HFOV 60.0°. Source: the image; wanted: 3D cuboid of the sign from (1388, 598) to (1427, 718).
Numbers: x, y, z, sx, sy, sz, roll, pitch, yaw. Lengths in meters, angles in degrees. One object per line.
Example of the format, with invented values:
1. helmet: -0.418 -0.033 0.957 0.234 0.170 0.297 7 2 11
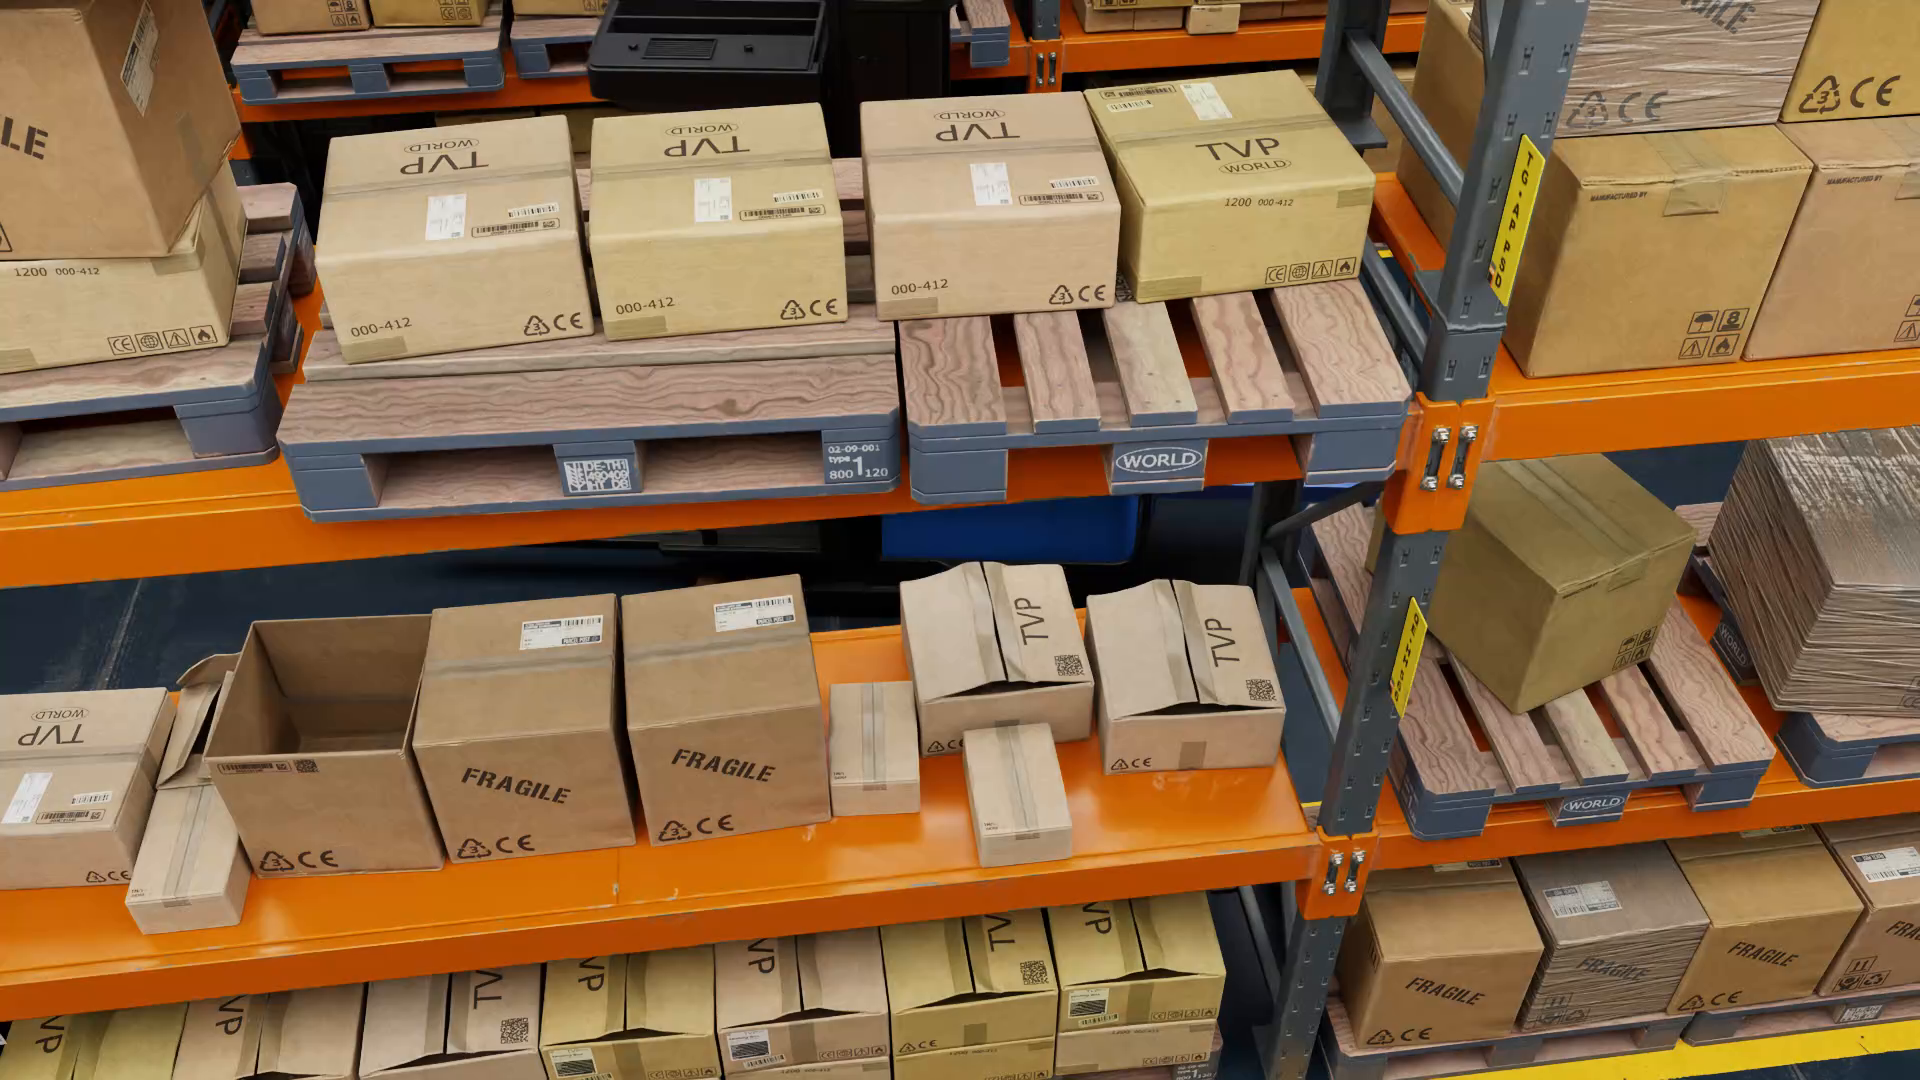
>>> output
1. sign: 1.087 0.289 4.041 0.005 0.325 0.100 -5 42 -6

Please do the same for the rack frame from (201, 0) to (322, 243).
1. rack frame: -3.601 -2.591 8.099 0.127 3.000 1.000 -5 42 -6

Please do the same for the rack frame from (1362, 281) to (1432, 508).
1. rack frame: 1.798 -0.449 6.844 0.032 1.500 0.500 1 42 1

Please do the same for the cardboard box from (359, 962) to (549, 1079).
1. cardboard box: -1.503 1.399 4.996 0.500 0.311 0.500 -6 42 -7

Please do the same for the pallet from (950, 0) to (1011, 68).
1. pallet: -0.327 -2.735 8.401 1.003 0.211 1.213 -5 42 -6

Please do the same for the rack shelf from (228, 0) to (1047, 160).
1. rack shelf: -1.618 -2.498 8.532 4.000 0.370 1.077 -5 42 -6

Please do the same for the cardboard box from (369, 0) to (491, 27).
1. cardboard box: -2.537 -2.857 7.990 0.500 0.500 0.700 -1 42 -1

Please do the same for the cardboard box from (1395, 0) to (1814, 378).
1. cardboard box: 1.440 -0.861 3.865 0.500 0.500 0.910 -5 42 -6

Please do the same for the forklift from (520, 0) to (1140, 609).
1. forklift: -0.758 -1.137 6.537 3.031 2.935 1.130 1 42 1

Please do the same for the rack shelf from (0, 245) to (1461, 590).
1. rack shelf: -0.972 -0.322 3.880 4.000 0.370 1.077 -5 42 -6

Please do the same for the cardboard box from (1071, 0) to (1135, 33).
1. cardboard box: 0.722 -2.728 8.422 0.250 0.149 0.380 -6 42 -6

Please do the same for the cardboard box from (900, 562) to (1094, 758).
1. cardboard box: 0.099 0.333 4.923 0.500 0.311 0.500 -5 42 -6

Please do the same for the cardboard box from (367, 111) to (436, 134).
1. cardboard box: -2.873 -1.902 8.872 0.500 0.500 0.700 -4 42 -4

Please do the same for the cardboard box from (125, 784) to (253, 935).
1. cardboard box: -2.050 0.850 4.471 0.250 0.149 0.380 -5 42 -6

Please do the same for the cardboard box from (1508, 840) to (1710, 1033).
1. cardboard box: 2.018 1.217 5.415 0.500 0.500 0.500 -6 42 -7

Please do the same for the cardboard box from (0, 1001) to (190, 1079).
1. cardboard box: -2.513 1.484 4.901 0.500 0.311 0.500 -5 42 -5

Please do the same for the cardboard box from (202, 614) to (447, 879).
1. cardboard box: -1.669 0.559 4.531 0.500 0.500 0.500 -2 42 -2

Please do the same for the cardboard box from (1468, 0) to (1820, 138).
1. cardboard box: 1.445 -1.205 3.501 0.500 0.500 0.500 -5 42 -6

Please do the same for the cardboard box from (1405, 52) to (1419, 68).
1. cardboard box: 2.823 -2.422 9.202 0.750 0.750 0.750 -4 42 -4

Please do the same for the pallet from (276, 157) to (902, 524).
1. pallet: -0.758 -0.476 3.654 1.213 0.211 1.003 -3 42 -4

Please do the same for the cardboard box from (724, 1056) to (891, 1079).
1. cardboard box: -0.488 1.512 5.288 0.500 0.250 0.500 -4 42 -5

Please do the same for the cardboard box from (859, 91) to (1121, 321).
1. cardboard box: 0.051 -0.729 3.593 0.500 0.250 0.500 -4 42 -4

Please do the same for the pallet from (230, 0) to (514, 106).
1. pallet: -2.824 -2.490 8.129 1.213 0.211 1.003 -5 42 -6

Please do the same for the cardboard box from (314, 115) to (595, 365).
1. cardboard box: -1.051 -0.641 3.496 0.500 0.250 0.500 -8 43 -9

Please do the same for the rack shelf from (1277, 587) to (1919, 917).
1. rack shelf: 2.994 0.444 5.270 4.000 0.370 1.077 -5 42 -6

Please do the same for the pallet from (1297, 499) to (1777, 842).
1. pallet: 1.674 0.316 5.018 1.003 0.211 1.213 -5 42 -6

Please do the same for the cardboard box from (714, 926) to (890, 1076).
1. cardboard box: -0.491 1.308 5.096 0.500 0.311 0.500 -5 42 -6

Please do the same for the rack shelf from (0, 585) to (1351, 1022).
1. rack shelf: -0.972 0.792 4.885 4.000 0.370 1.077 -5 42 -6

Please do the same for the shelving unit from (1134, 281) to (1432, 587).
1. shelving unit: 1.290 -0.461 6.856 1.048 1.500 0.538 1 42 1

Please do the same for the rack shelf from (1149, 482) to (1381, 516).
1. rack shelf: 1.290 -0.327 6.977 1.000 0.185 0.538 1 42 1

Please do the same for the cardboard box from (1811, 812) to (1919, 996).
1. cardboard box: 3.033 1.128 5.513 0.500 0.500 0.500 -6 42 -7

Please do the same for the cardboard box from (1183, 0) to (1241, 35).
1. cardboard box: 1.247 -2.711 8.403 0.250 0.149 0.380 -4 42 -4

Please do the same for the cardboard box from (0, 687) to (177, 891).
1. cardboard box: -2.472 0.682 4.581 0.500 0.250 0.500 -3 42 -3

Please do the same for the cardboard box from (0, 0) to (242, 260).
1. cardboard box: -1.777 -0.887 3.208 0.500 0.500 0.500 -1 42 -1

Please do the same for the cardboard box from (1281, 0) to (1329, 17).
1. cardboard box: 1.737 -2.843 8.550 0.250 0.149 0.380 -4 42 -5

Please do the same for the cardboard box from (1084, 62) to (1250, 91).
1. cardboard box: 1.112 -2.273 9.037 0.750 0.750 0.750 -6 42 -6

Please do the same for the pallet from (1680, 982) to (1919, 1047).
1. pallet: 2.964 1.243 5.930 1.213 0.211 1.003 -5 42 -6

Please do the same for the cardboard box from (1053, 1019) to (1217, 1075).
1. cardboard box: 0.521 1.423 5.387 0.500 0.250 0.500 -4 42 -5

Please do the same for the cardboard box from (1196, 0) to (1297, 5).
1. cardboard box: 1.401 -3.005 8.246 0.500 0.500 0.500 -4 42 -4

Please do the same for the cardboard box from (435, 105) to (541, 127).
1. cardboard box: -2.437 -2.221 8.665 0.500 0.250 0.500 -6 42 -6

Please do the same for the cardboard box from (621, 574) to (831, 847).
1. cardboard box: -0.650 0.470 4.630 0.500 0.500 0.500 -7 43 -8

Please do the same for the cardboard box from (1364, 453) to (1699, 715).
1. cardboard box: 1.621 0.028 4.806 0.500 0.500 0.700 -19 45 -20

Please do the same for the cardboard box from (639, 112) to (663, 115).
1. cardboard box: -1.424 -2.299 8.753 0.500 0.250 0.500 -5 42 -6

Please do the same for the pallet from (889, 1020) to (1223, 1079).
1. pallet: 0.190 1.432 5.720 1.213 0.211 1.003 -5 42 -6

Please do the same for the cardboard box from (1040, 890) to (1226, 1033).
1. cardboard box: 0.524 1.217 5.197 0.500 0.311 0.500 -4 42 -4

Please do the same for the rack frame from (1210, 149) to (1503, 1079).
1. rack frame: 1.011 0.351 4.837 0.127 3.000 1.000 -5 42 -6
